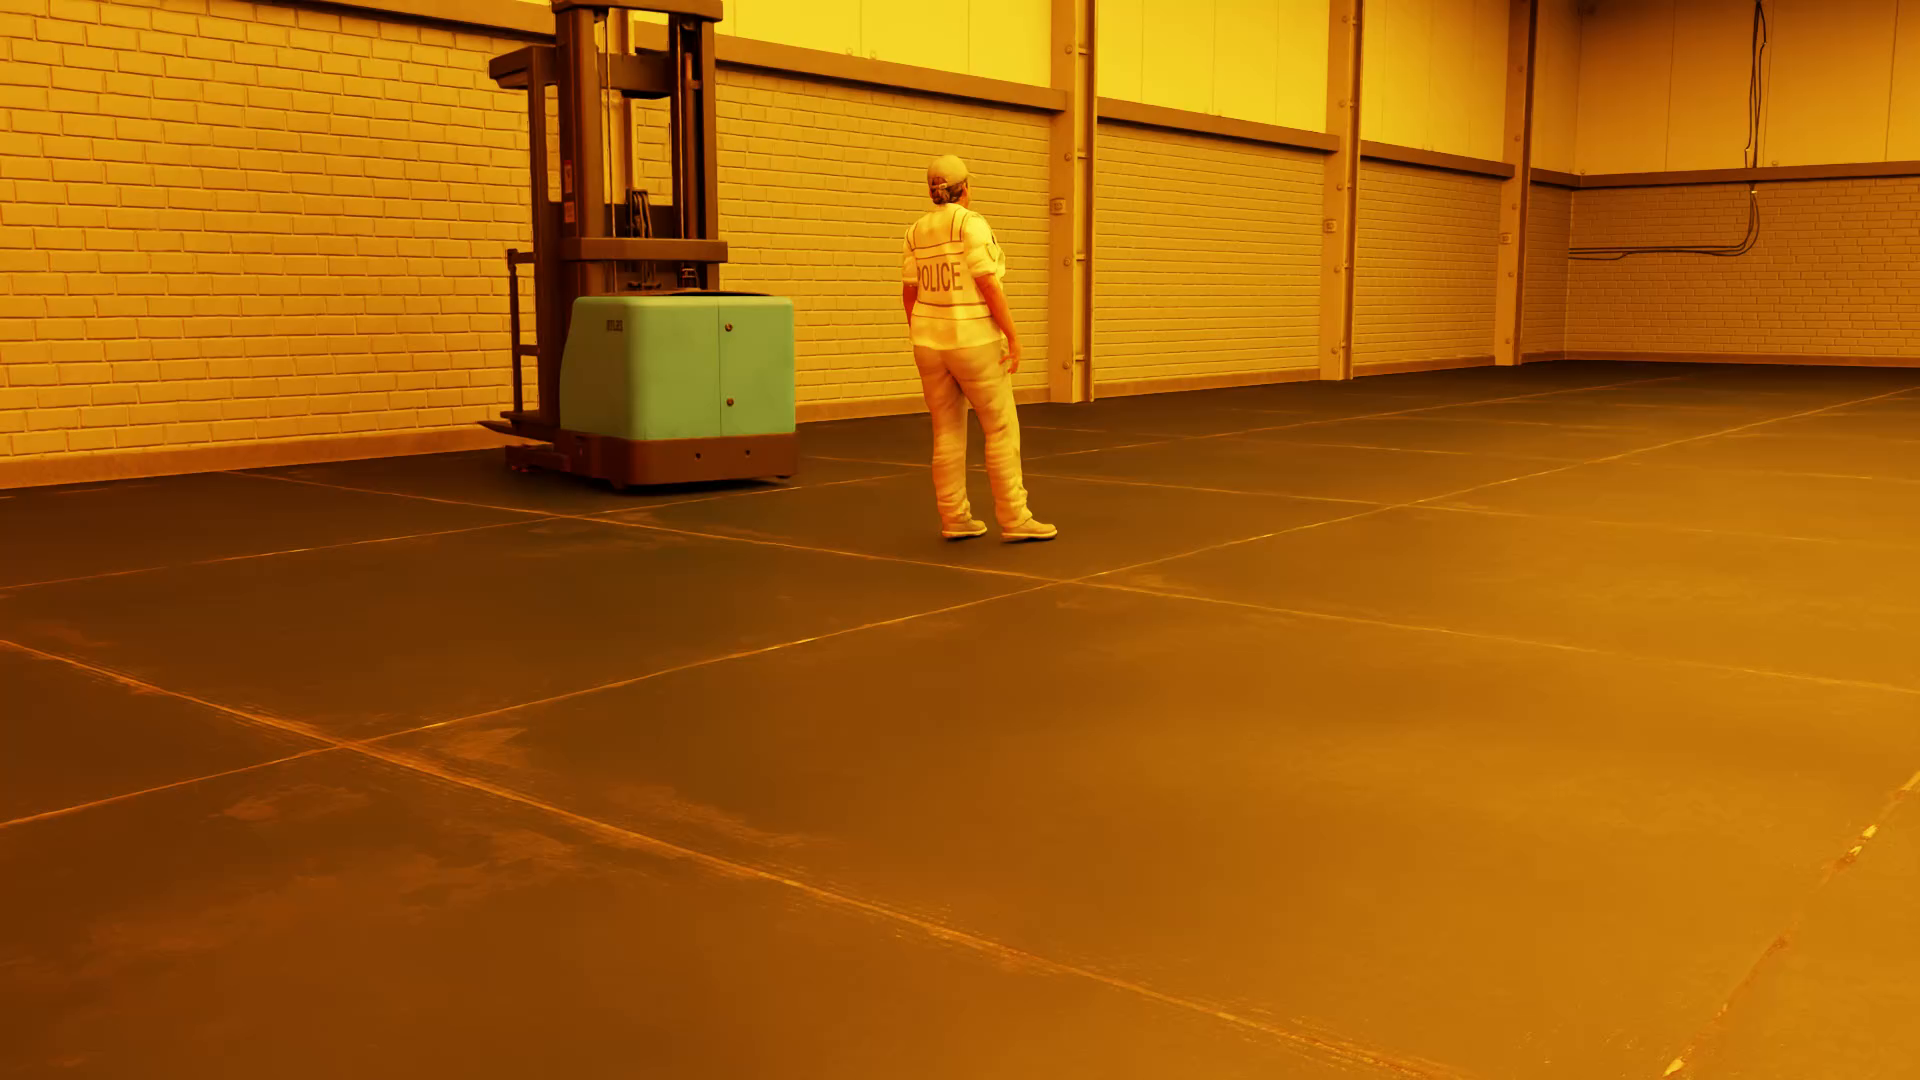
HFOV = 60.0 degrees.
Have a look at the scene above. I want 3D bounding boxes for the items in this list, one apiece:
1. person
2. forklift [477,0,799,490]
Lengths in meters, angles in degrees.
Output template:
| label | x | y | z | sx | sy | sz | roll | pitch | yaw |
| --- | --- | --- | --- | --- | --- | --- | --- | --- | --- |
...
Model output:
| label | x | y | z | sx | sy | sz | roll | pitch | yaw |
| --- | --- | --- | --- | --- | --- | --- | --- | --- | --- |
| person | 0.066 | -0.839 | 7.328 | 0.598 | 1.670 | 0.529 | 7 | 11 | 38 |
| forklift | -2.174 | -1.890 | 10.197 | 1.130 | 2.935 | 3.031 | -6 | 10 | -35 |
